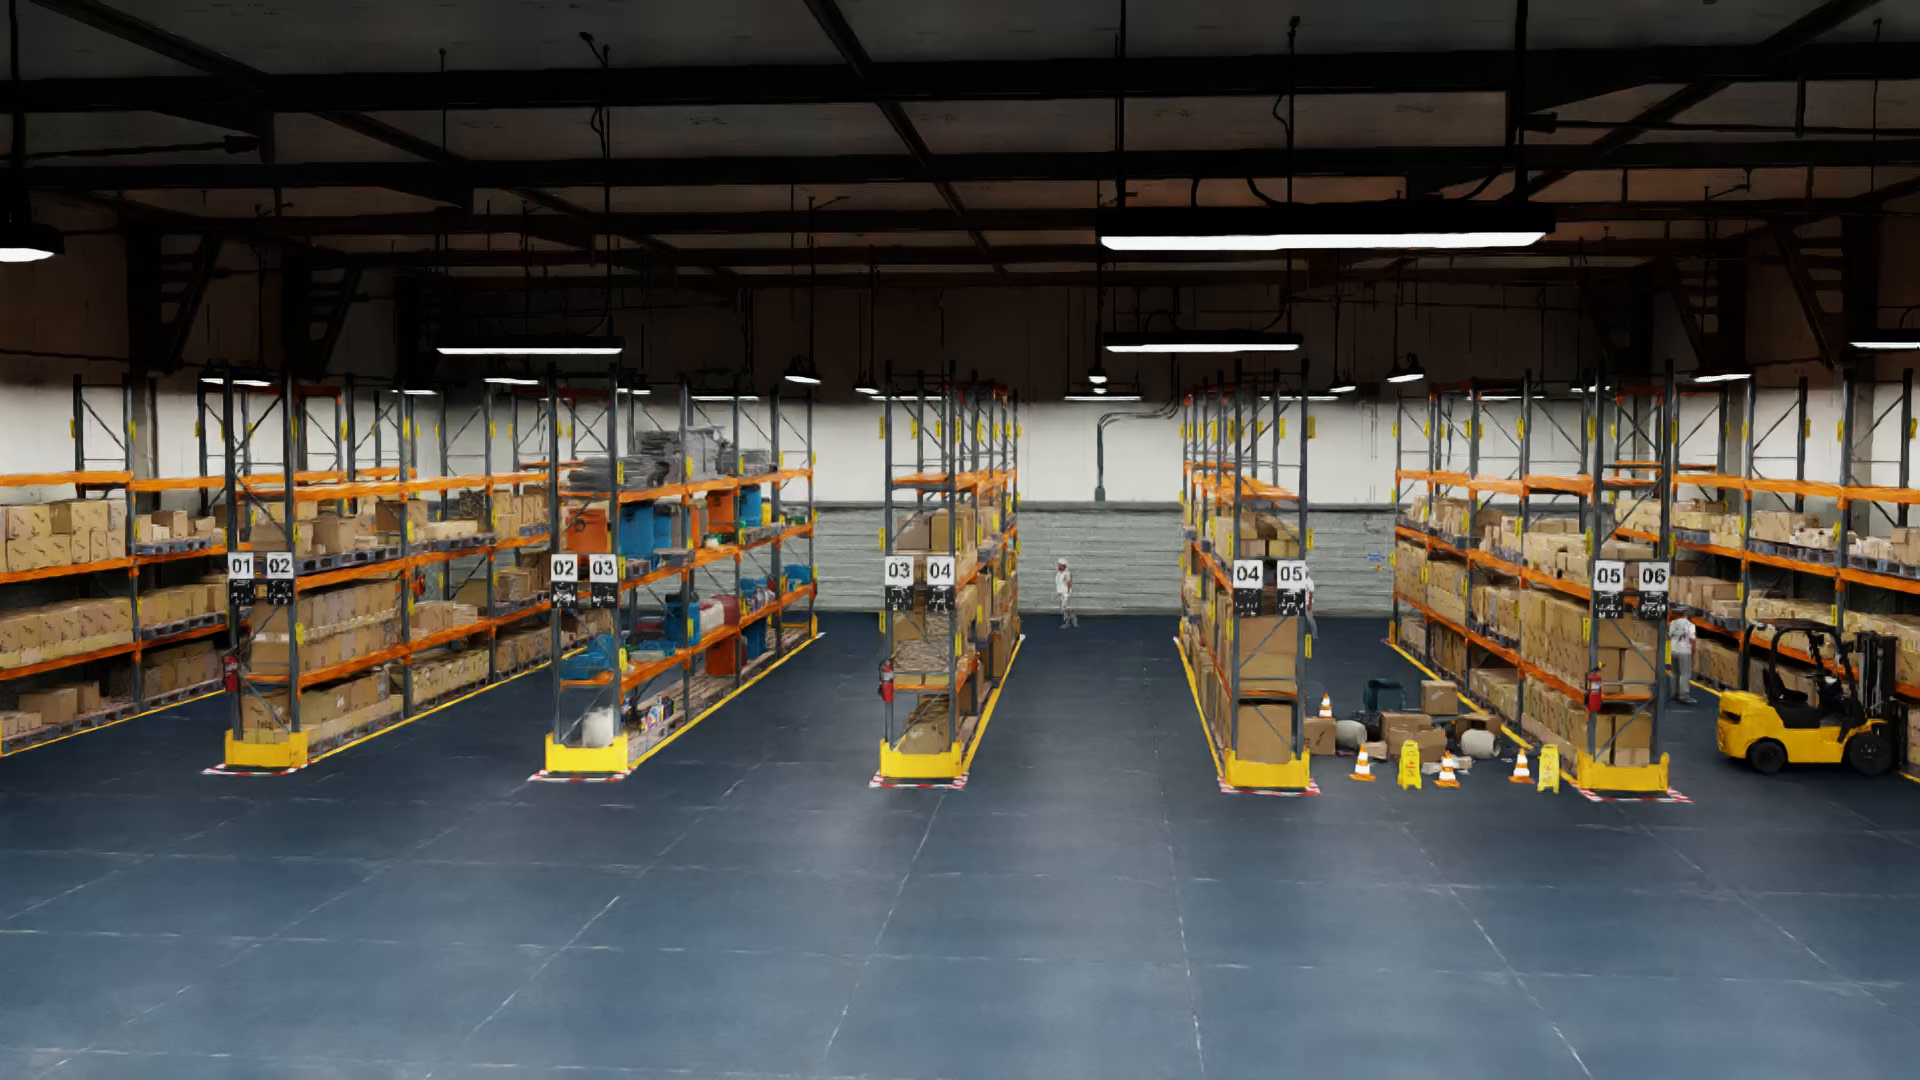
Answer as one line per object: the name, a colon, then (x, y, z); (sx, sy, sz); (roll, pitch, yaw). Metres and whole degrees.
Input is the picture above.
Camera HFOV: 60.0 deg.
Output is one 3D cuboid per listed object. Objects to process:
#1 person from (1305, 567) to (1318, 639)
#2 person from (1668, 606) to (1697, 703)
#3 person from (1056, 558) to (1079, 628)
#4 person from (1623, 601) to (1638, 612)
person: (8.278, 1.507, 39.876); (0.557, 1.770, 0.685); (-1, 4, -17)
person: (13.359, 2.094, 30.703); (0.475, 1.762, 0.595); (-2, 4, -26)
person: (2.700, 1.343, 41.957); (0.473, 1.775, 0.709); (-2, 4, -26)
person: (16.020, 1.578, 40.005); (0.502, 1.574, 0.711); (-2, 4, -22)
